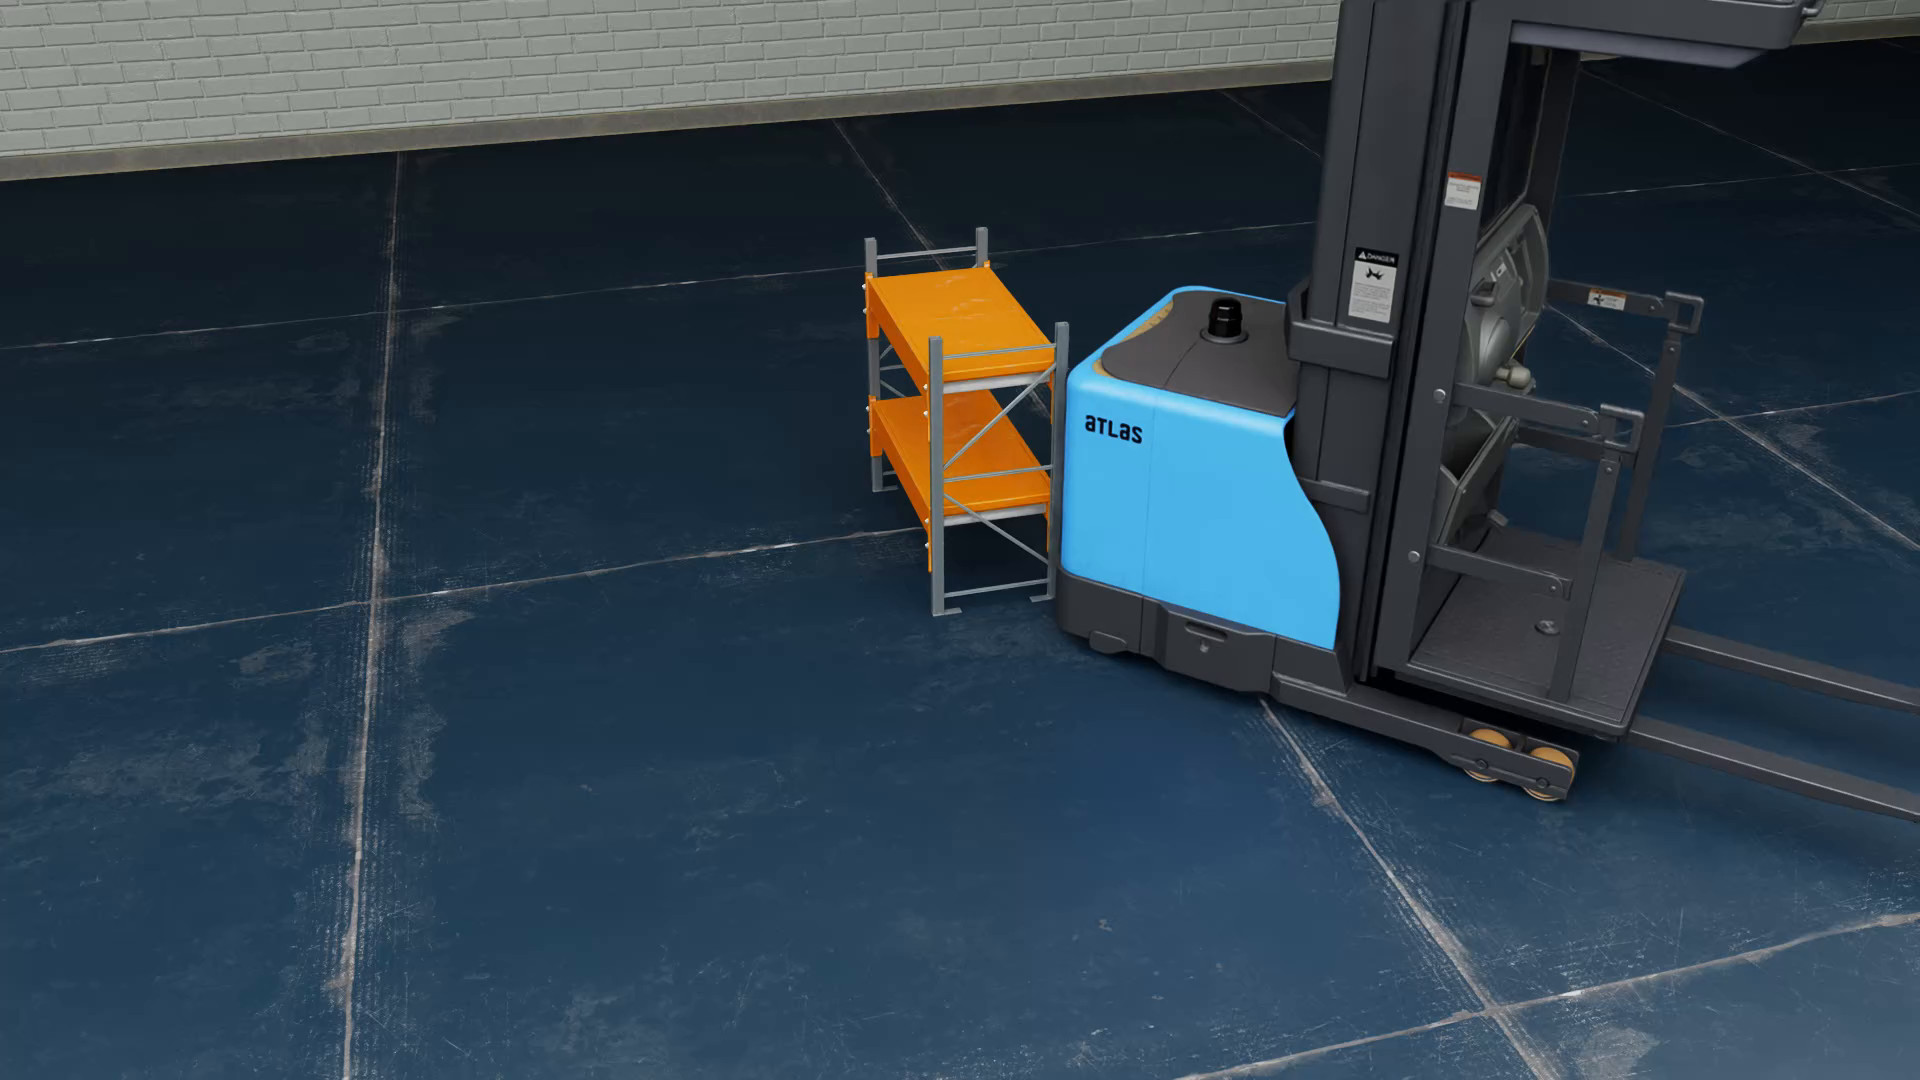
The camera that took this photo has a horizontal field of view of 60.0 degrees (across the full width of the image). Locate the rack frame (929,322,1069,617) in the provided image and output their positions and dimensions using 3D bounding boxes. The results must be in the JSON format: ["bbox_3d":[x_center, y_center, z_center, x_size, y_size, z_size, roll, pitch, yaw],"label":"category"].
[{"bbox_3d":[0.137,-0.238,6.038,0.500,1.125,0.032,-8,31,-13],"label":"rack frame"}]

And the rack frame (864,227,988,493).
[{"bbox_3d":[-0.133,-0.729,6.887,0.500,1.125,0.032,-8,31,-13],"label":"rack frame"}]

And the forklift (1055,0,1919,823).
[{"bbox_3d":[1.881,-0.741,5.104,3.031,2.935,1.130,16,34,26],"label":"forklift"}]

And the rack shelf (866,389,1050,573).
[{"bbox_3d":[0.002,-0.272,6.585,0.538,0.278,1.000,-8,31,-13],"label":"rack shelf"}]

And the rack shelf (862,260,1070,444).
[{"bbox_3d":[0.002,-0.737,6.316,0.538,0.278,1.000,-8,31,-13],"label":"rack shelf"}]

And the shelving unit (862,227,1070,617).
[{"bbox_3d":[0.002,-0.484,6.463,0.538,1.125,1.048,-8,31,-13],"label":"shelving unit"}]
